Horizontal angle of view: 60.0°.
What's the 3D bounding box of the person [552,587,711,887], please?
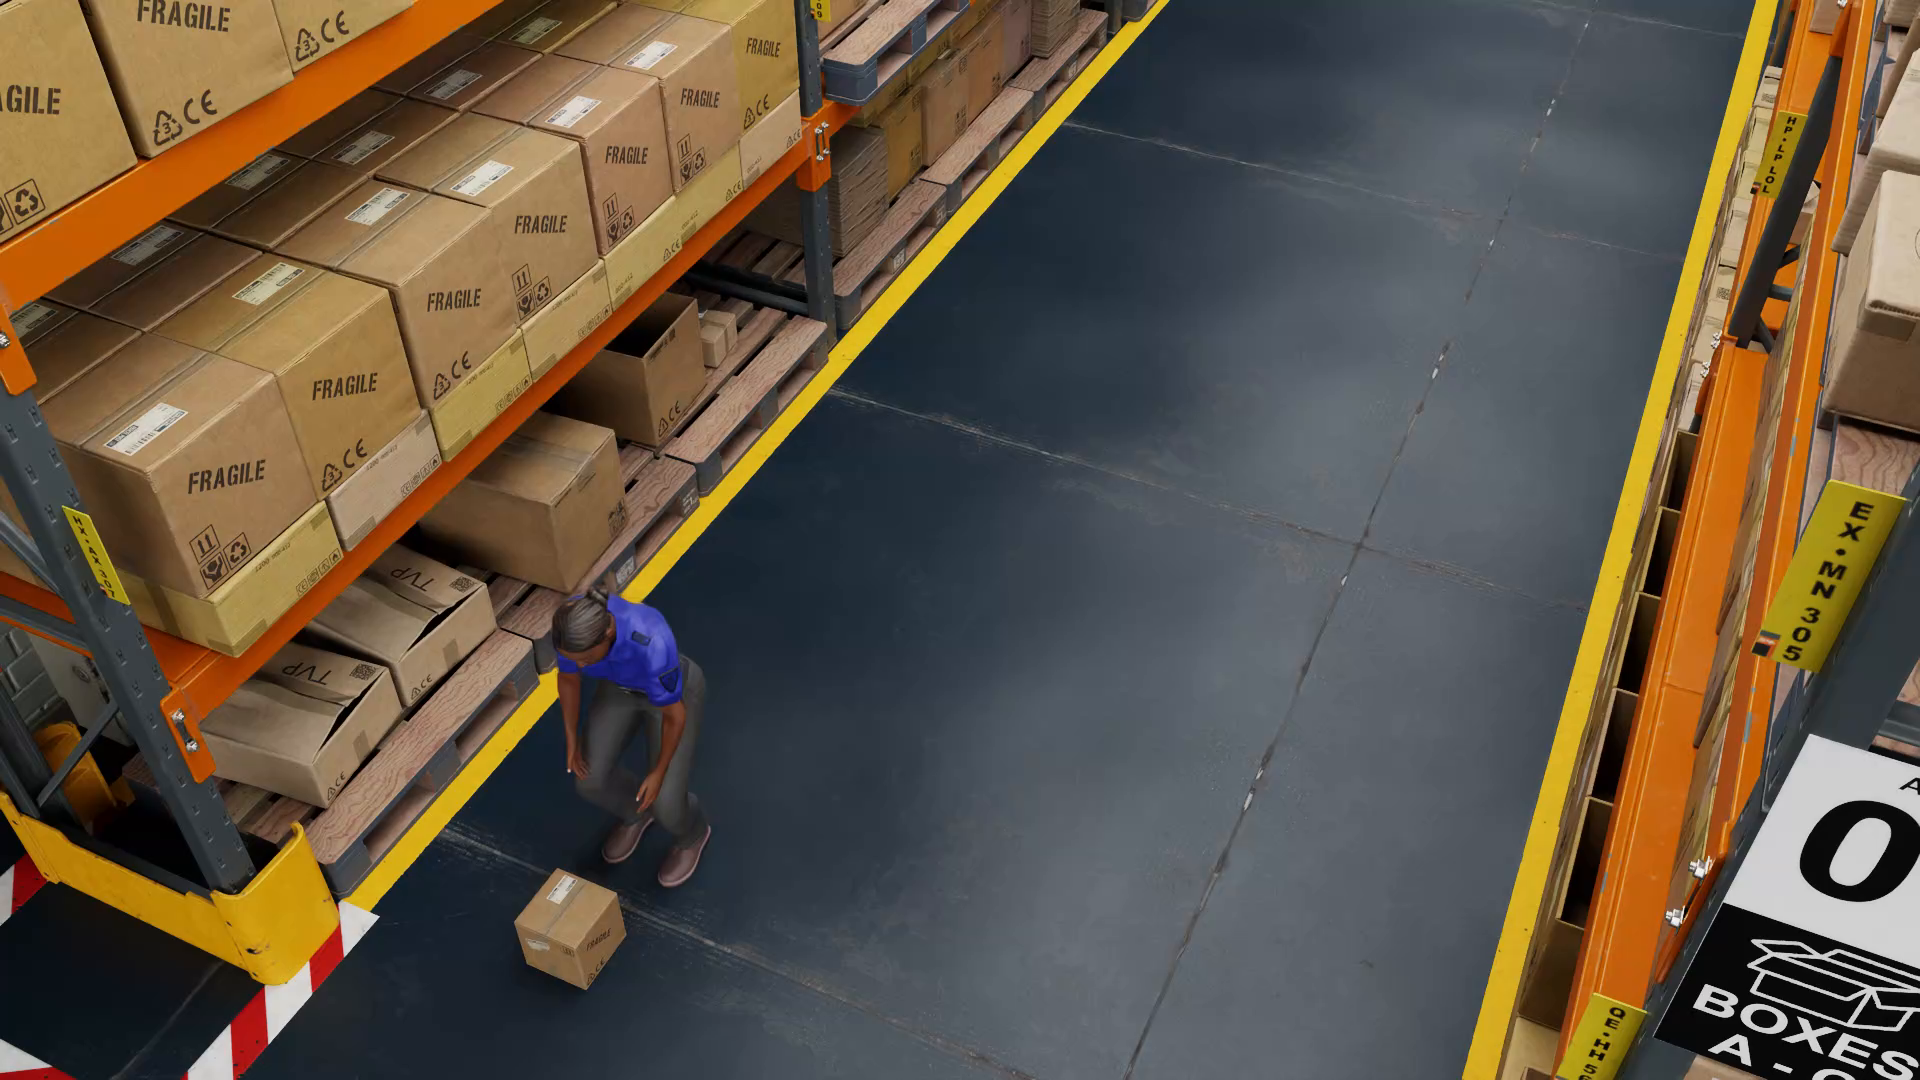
[{"bbox_3d":[-1.088,0.618,5.657,0.492,1.438,0.576,18,45,19],"label":"person"}]
